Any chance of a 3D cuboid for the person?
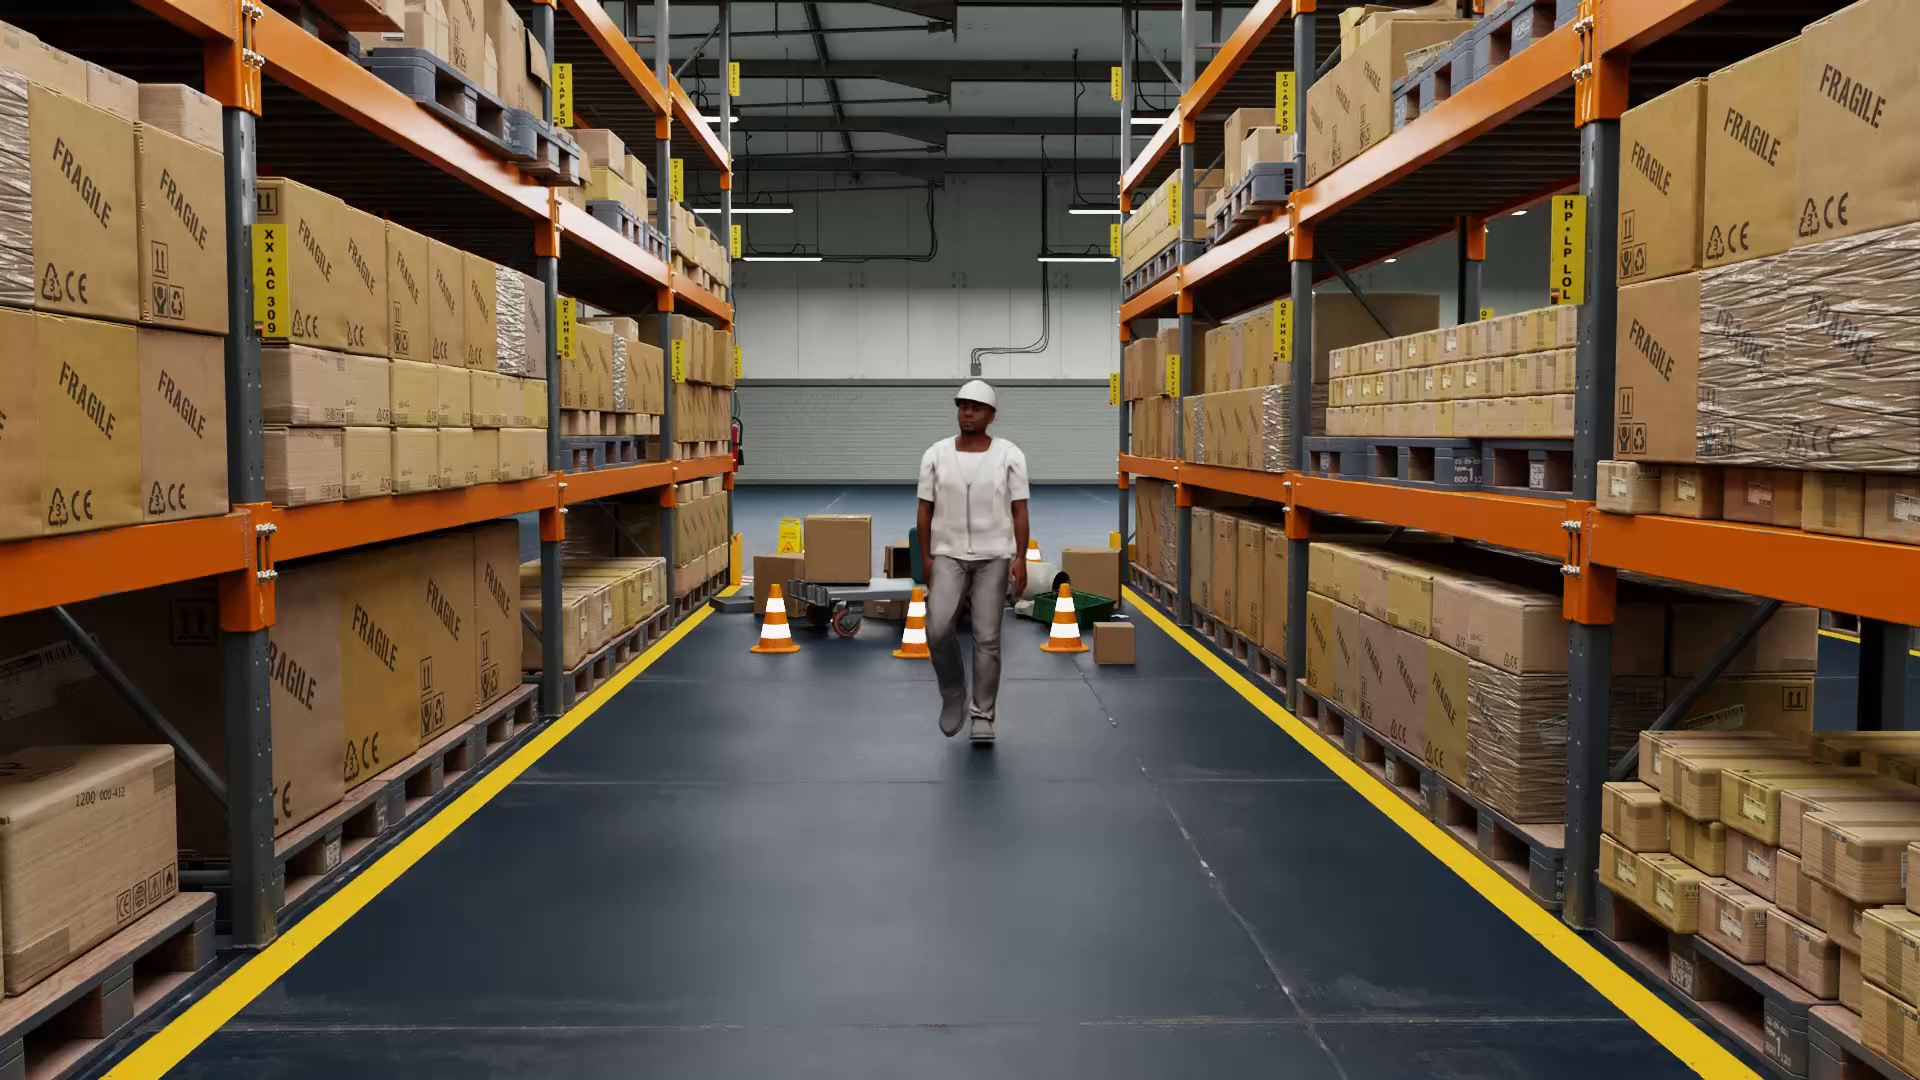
[{"bbox_3d":[0.058,0.101,8.172,0.566,1.771,0.470,0,4,6],"label":"person"}]
